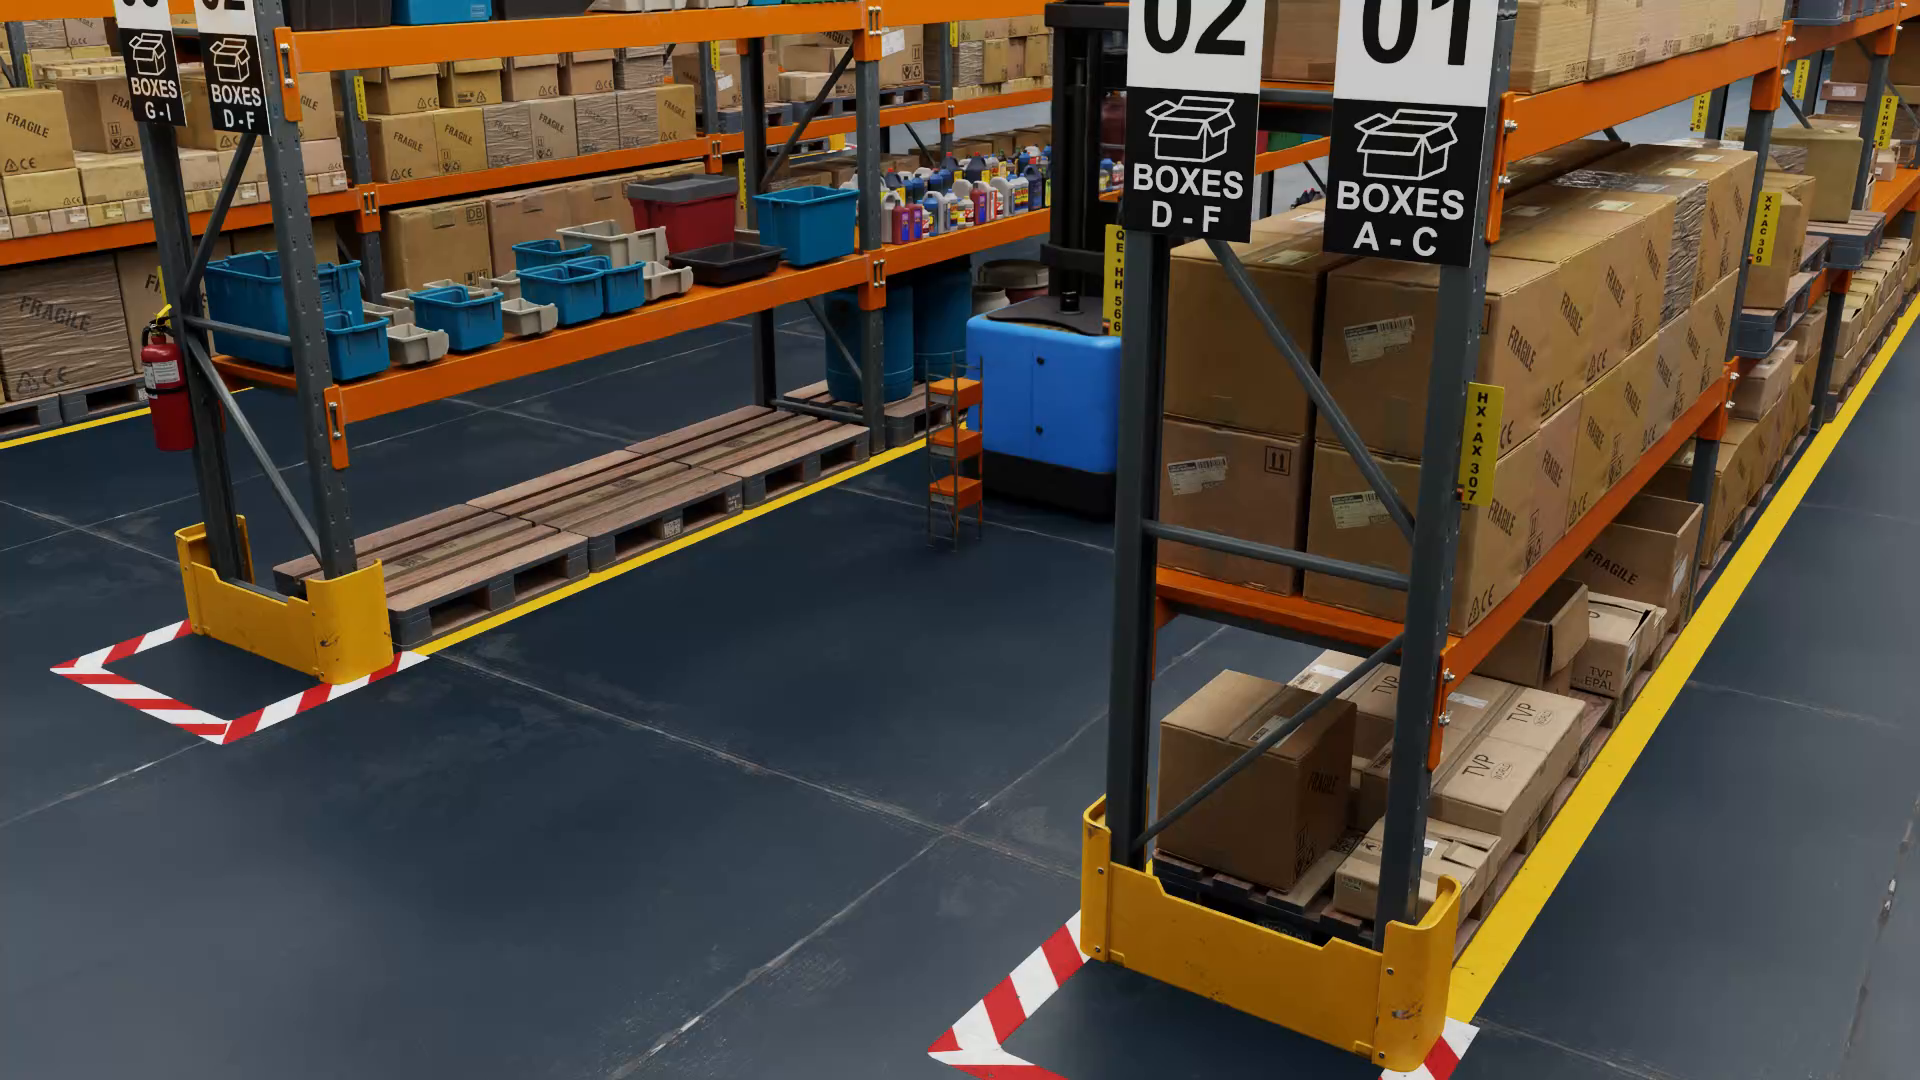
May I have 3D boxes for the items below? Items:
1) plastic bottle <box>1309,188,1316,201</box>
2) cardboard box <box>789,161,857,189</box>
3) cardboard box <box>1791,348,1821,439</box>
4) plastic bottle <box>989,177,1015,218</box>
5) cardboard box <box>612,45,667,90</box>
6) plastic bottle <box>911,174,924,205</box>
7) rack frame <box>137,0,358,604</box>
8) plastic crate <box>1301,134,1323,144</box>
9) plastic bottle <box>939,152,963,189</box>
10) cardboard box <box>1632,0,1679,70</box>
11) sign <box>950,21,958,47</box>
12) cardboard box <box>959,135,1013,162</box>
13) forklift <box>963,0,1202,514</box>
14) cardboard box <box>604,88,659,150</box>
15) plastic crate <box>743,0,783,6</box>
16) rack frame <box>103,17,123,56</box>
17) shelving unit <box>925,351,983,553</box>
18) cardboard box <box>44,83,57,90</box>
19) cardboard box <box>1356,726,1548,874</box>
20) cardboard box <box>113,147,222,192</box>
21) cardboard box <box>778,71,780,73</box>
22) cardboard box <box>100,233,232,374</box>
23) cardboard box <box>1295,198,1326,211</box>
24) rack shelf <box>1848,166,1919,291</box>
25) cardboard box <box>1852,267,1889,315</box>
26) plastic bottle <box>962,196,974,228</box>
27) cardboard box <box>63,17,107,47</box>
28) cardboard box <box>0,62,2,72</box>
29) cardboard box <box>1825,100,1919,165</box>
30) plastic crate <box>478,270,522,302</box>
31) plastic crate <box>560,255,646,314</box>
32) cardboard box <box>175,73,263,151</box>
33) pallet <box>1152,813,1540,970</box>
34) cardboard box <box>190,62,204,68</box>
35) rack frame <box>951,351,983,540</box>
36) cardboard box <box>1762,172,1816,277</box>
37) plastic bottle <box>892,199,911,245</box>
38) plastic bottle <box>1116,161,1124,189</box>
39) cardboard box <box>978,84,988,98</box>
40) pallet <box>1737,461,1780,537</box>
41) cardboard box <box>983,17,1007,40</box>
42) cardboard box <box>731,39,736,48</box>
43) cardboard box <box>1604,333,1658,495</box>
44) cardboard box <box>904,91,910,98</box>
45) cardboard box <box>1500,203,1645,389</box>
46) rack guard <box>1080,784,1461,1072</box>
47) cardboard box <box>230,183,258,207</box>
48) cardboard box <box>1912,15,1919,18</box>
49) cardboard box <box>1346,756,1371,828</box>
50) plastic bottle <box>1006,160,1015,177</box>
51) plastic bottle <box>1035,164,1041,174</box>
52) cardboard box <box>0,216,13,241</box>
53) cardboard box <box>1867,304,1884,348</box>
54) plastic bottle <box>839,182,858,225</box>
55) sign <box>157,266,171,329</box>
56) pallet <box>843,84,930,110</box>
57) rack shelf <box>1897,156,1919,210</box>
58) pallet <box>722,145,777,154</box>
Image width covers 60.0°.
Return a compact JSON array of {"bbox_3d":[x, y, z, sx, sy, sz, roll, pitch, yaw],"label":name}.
[{"bbox_3d":[3.796,-3.619,17.910,0.144,0.351,0.185,12,23,29],"label":"plastic bottle"},{"bbox_3d":[-1.493,-3.893,18.436,0.700,0.500,0.500,11,23,27],"label":"cardboard box"},{"bbox_3d":[5.079,-0.964,10.517,0.500,0.500,0.500,14,25,34],"label":"cardboard box"},{"bbox_3d":[0.293,-2.396,11.598,0.152,0.276,0.135,13,24,32],"label":"plastic bottle"},{"bbox_3d":[-3.205,-4.488,15.485,0.797,0.503,0.637,14,25,34],"label":"cardboard box"},{"bbox_3d":[-0.300,-2.449,11.747,0.097,0.271,0.097,0,20,0],"label":"plastic bottle"},{"bbox_3d":[-3.181,-0.916,7.418,1.000,3.000,0.127,13,24,32],"label":"rack frame"},{"bbox_3d":[3.201,-3.975,15.709,0.392,0.384,0.575,13,24,32],"label":"plastic crate"},{"bbox_3d":[-0.068,-2.684,12.269,0.144,0.351,0.185,13,24,32],"label":"plastic bottle"},{"bbox_3d":[1.984,-1.668,5.343,0.500,0.250,0.500,13,24,32],"label":"cardboard box"},{"bbox_3d":[-0.071,-5.761,18.847,0.100,0.325,0.005,13,24,32],"label":"sign"},{"bbox_3d":[0.326,-4.816,20.959,0.500,0.500,0.500,11,23,27],"label":"cardboard box"},{"bbox_3d":[1.289,-1.974,10.377,1.130,2.935,3.031,14,25,33],"label":"forklift"},{"bbox_3d":[-3.138,-3.892,15.320,0.500,0.500,0.500,13,24,31],"label":"cardboard box"},{"bbox_3d":[-1.181,-3.069,9.155,0.416,0.233,0.300,13,24,32],"label":"plastic crate"},{"bbox_3d":[-10.977,-6.110,21.460,1.000,3.000,0.127,13,24,32],"label":"rack frame"},{"bbox_3d":[-0.030,-0.477,9.041,0.215,1.050,0.252,13,24,32],"label":"shelving unit"},{"bbox_3d":[-8.473,-4.268,15.808,0.380,0.149,0.250,14,24,33],"label":"cardboard box"},{"bbox_3d":[1.734,0.890,5.864,0.500,0.250,0.500,13,24,32],"label":"cardboard box"},{"bbox_3d":[-5.636,-2.626,11.827,0.500,0.250,0.500,14,24,33],"label":"cardboard box"},{"bbox_3d":[-2.066,-4.842,17.621,0.396,0.266,0.258,12,24,30],"label":"cardboard box"},{"bbox_3d":[-5.972,-1.798,12.260,0.875,0.875,0.875,13,24,32],"label":"cardboard box"},{"bbox_3d":[1.507,-0.941,5.900,0.500,0.500,0.500,14,25,33],"label":"cardboard box"},{"bbox_3d":[6.535,-2.481,12.685,1.077,0.370,4.000,13,24,32],"label":"rack shelf"},{"bbox_3d":[6.813,-1.954,12.773,0.500,0.311,0.500,13,24,31],"label":"cardboard box"},{"bbox_3d":[0.045,-2.218,11.224,0.097,0.201,0.097,0,20,0],"label":"plastic bottle"},{"bbox_3d":[-11.051,-6.427,20.730,0.500,0.500,0.500,13,24,30],"label":"cardboard box"},{"bbox_3d":[-9.115,-4.494,15.076,0.500,0.500,0.500,12,24,30],"label":"cardboard box"},{"bbox_3d":[7.903,-3.568,14.442,0.700,0.500,0.500,13,24,30],"label":"cardboard box"},{"bbox_3d":[-2.410,-1.343,8.867,0.298,0.136,0.250,13,24,32],"label":"plastic crate"},{"bbox_3d":[-1.861,-1.336,8.709,0.416,0.233,0.300,13,24,32],"label":"plastic crate"},{"bbox_3d":[-5.351,-3.124,12.092,0.500,0.500,0.500,14,24,32],"label":"cardboard box"},{"bbox_3d":[1.403,1.108,5.965,1.003,0.211,1.213,13,24,32],"label":"pallet"},{"bbox_3d":[-7.747,-4.779,16.759,0.380,0.149,0.250,14,25,34],"label":"cardboard box"},{"bbox_3d":[0.038,-0.512,9.136,0.200,1.050,0.008,13,24,32],"label":"rack frame"},{"bbox_3d":[3.947,-1.643,8.632,0.700,0.500,0.500,18,27,40],"label":"cardboard box"},{"bbox_3d":[-0.374,-2.031,10.600,0.061,0.283,0.133,13,24,32],"label":"plastic bottle"},{"bbox_3d":[1.232,-2.823,12.860,0.097,0.201,0.097,0,20,0],"label":"plastic bottle"},{"bbox_3d":[0.107,-5.357,19.785,0.380,0.149,0.250,13,24,32],"label":"cardboard box"},{"bbox_3d":[4.273,-0.381,9.991,1.003,0.211,1.213,13,24,32],"label":"pallet"},{"bbox_3d":[0.211,-6.204,19.699,0.500,0.500,0.500,13,24,32],"label":"cardboard box"},{"bbox_3d":[-3.473,-6.966,23.557,0.875,0.550,0.500,13,24,32],"label":"cardboard box"},{"bbox_3d":[2.233,-0.507,6.169,0.500,0.500,0.500,14,24,33],"label":"cardboard box"},{"bbox_3d":[-0.654,-5.326,19.703,0.380,0.149,0.250,13,24,32],"label":"cardboard box"},{"bbox_3d":[1.954,-0.835,5.613,0.500,0.500,0.500,14,24,33],"label":"cardboard box"},{"bbox_3d":[0.956,1.202,5.296,1.175,0.500,0.348,13,24,32],"label":"rack guard"},{"bbox_3d":[-5.363,-2.539,12.168,0.380,0.149,0.250,14,24,33],"label":"cardboard box"},{"bbox_3d":[8.468,-4.465,14.997,0.700,0.500,0.500,13,24,32],"label":"cardboard box"},{"bbox_3d":[1.317,0.871,6.037,0.380,0.166,0.250,13,24,32],"label":"cardboard box"},{"bbox_3d":[0.382,-2.858,12.955,0.097,0.201,0.097,0,20,0],"label":"plastic bottle"},{"bbox_3d":[0.576,-2.605,12.151,0.061,0.283,0.133,13,24,32],"label":"plastic bottle"},{"bbox_3d":[-6.373,-2.024,10.776,0.380,0.149,0.250,13,24,31],"label":"cardboard box"},{"bbox_3d":[6.805,-1.687,12.859,0.500,0.250,0.500,14,24,33],"label":"cardboard box"},{"bbox_3d":[-0.773,-2.287,11.302,0.152,0.276,0.135,13,24,32],"label":"plastic bottle"},{"bbox_3d":[-3.645,-1.095,7.667,0.100,0.325,0.005,13,24,32],"label":"sign"},{"bbox_3d":[-1.082,-5.044,18.855,1.003,0.211,1.213,13,24,32],"label":"pallet"},{"bbox_3d":[8.783,-3.629,15.788,1.077,0.370,4.000,13,24,32],"label":"rack shelf"},{"bbox_3d":[-3.400,-5.568,24.013,1.003,0.211,1.213,13,24,32],"label":"pallet"}]
